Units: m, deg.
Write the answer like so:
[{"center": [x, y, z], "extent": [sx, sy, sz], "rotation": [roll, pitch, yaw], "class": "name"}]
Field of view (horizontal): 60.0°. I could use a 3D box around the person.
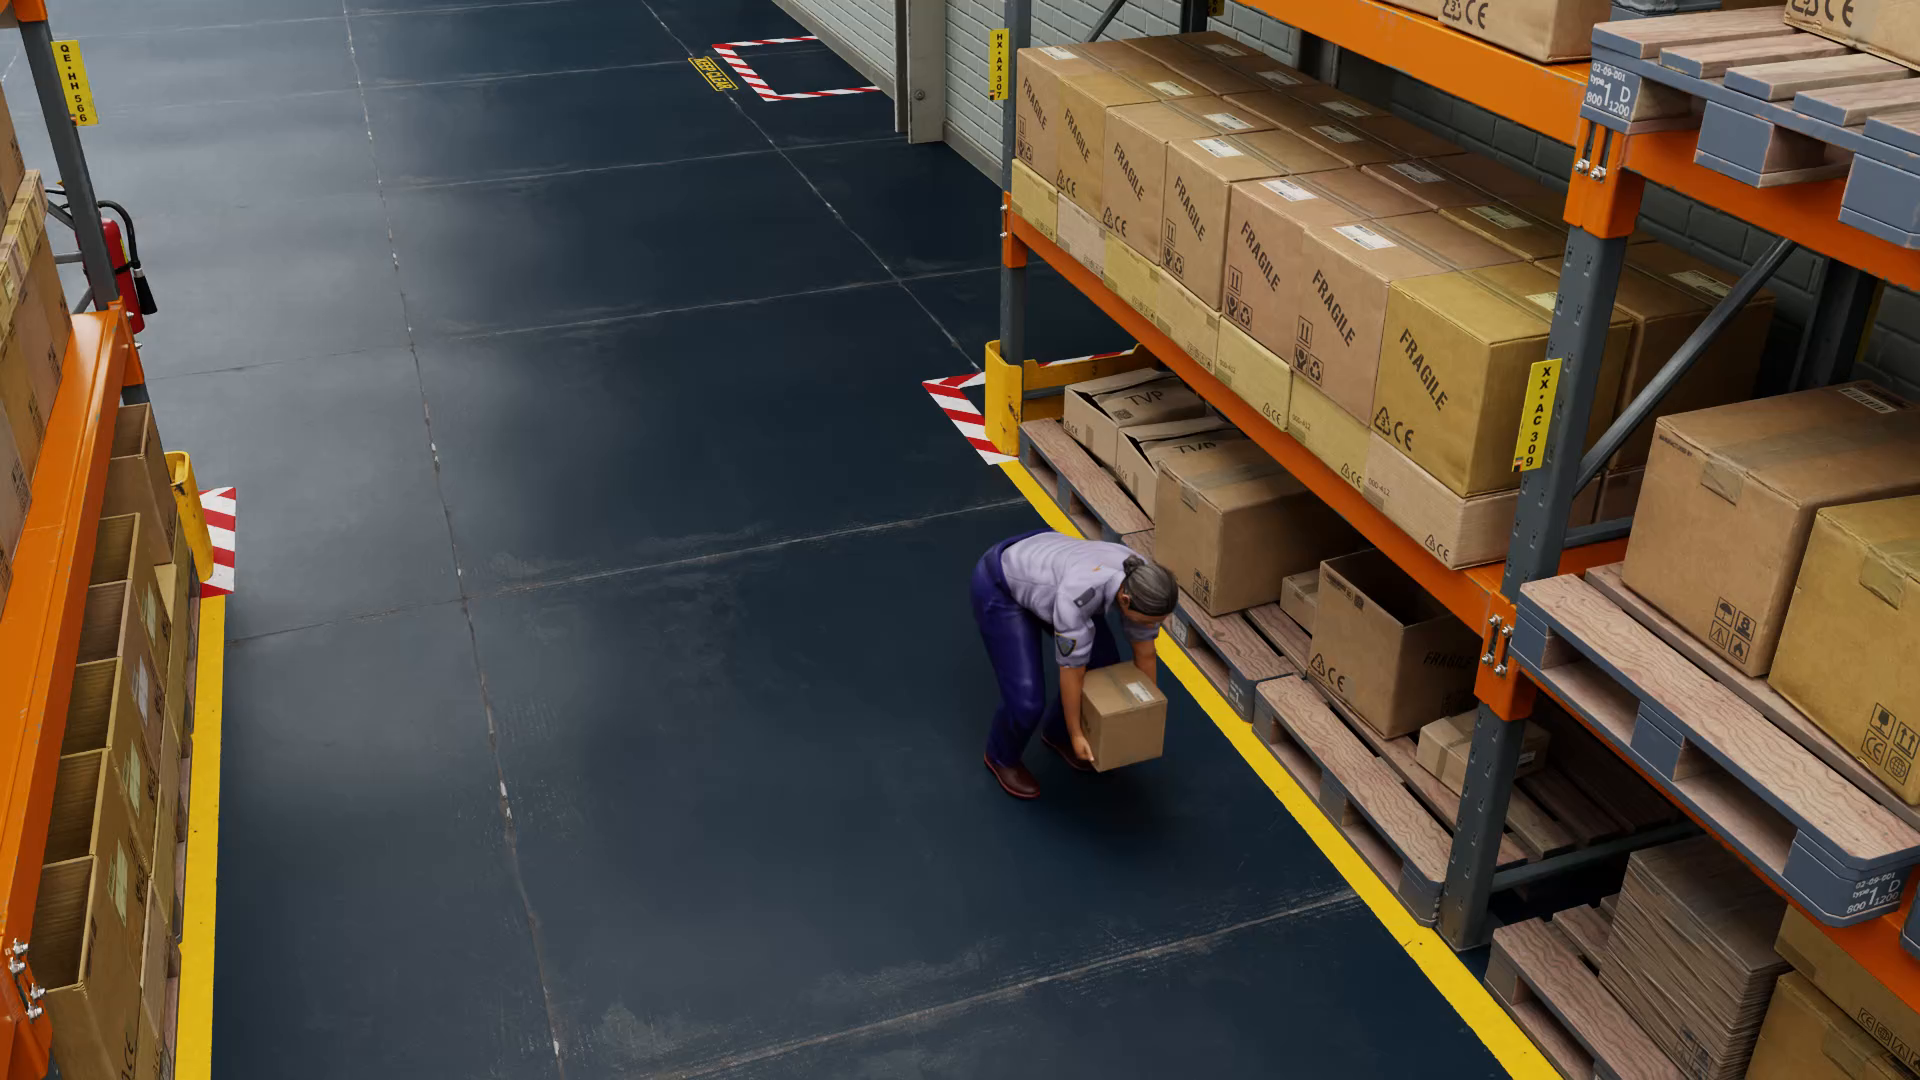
[{"center": [0.411, 0.414, 5.886], "extent": [0.495, 1.061, 0.877], "rotation": [-21, 36, -31], "class": "person"}]
